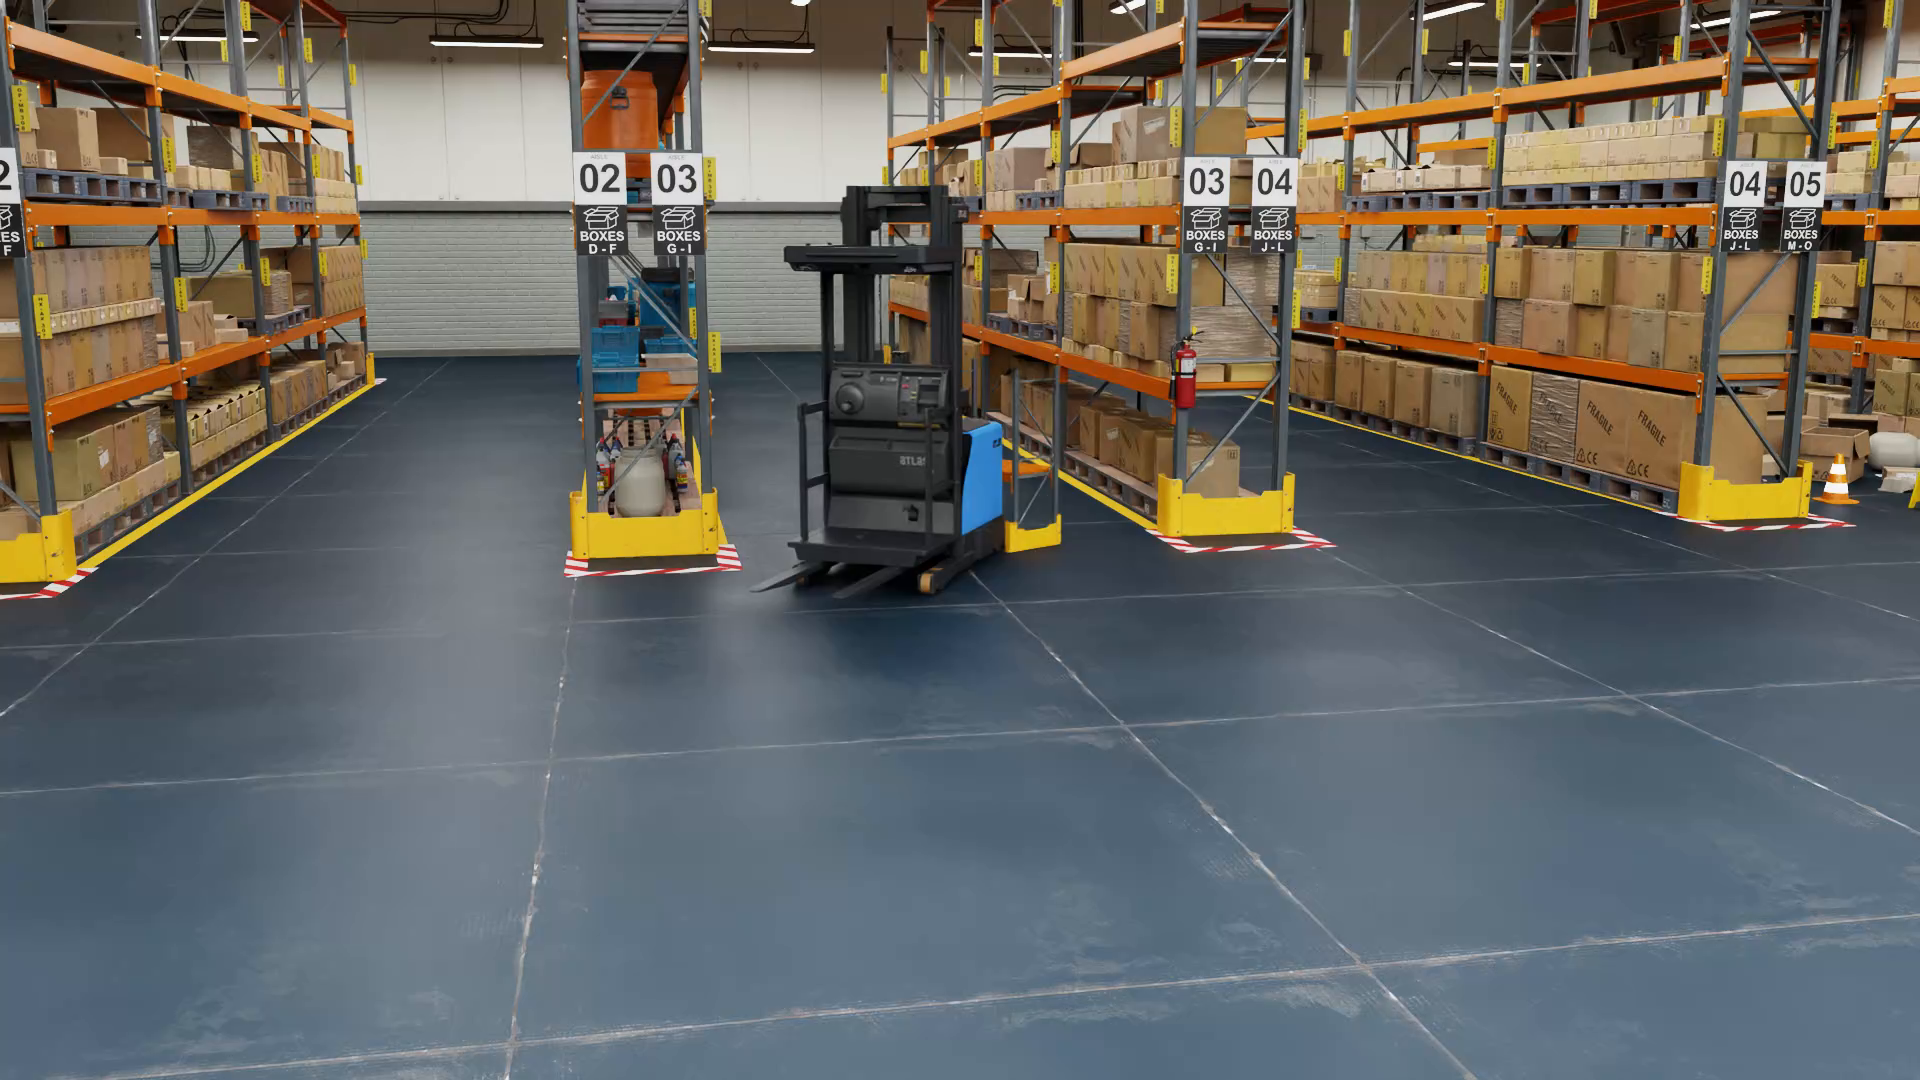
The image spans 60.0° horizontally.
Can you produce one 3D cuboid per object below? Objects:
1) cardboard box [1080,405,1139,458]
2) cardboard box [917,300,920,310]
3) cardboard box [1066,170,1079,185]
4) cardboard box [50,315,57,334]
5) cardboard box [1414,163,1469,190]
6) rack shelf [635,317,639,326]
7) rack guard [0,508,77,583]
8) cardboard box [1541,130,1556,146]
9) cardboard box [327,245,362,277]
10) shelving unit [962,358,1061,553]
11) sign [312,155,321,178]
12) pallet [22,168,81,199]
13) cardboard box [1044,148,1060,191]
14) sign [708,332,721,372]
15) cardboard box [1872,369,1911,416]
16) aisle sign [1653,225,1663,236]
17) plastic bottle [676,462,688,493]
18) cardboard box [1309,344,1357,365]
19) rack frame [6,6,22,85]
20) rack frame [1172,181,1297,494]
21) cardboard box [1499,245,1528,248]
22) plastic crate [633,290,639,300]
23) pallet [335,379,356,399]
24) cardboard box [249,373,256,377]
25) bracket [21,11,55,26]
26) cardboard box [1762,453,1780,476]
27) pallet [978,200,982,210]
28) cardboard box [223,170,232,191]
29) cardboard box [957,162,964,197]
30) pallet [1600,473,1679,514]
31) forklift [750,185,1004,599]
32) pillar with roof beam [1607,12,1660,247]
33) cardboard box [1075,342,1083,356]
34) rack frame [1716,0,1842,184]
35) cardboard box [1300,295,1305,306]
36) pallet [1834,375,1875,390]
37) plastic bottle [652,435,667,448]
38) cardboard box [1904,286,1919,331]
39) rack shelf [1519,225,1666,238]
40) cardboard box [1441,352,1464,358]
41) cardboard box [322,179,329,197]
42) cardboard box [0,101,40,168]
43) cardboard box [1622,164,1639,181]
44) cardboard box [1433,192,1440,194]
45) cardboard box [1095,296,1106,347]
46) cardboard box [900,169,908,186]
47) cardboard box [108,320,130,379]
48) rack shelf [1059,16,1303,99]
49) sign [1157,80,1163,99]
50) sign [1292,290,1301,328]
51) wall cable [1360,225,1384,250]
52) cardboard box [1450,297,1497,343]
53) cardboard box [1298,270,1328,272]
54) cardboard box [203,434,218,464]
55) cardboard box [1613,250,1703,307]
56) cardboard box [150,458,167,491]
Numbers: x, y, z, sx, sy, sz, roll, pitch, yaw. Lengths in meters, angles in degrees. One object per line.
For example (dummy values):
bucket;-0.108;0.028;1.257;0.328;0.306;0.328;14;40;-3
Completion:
cardboard box;1.602;-1.176;17.914;0.500;0.500;0.500;-2;11;-13
cardboard box;-0.473;-3.755;26.572;0.380;0.149;0.250;-2;11;-12
cardboard box;1.324;-3.797;17.437;0.380;0.149;0.250;-2;11;-13
cardboard box;-7.296;-1.675;12.973;0.380;0.149;0.250;-2;11;-12
cardboard box;5.891;-4.433;20.290;0.500;0.311;0.500;-3;11;-13
rack shelf;-4.462;-2.839;23.016;1.077;0.370;4.000;-2;11;-11
rack guard;-7.372;0.053;12.580;1.175;0.500;0.348;-2;11;-11
cardboard box;6.335;-4.213;17.433;0.380;0.149;0.250;-2;11;-12
cardboard box;-10.132;-4.582;27.308;0.500;0.500;0.500;-2;11;-12
shelving unit;0.282;-0.744;14.096;0.587;1.500;1.083;-9;14;-40
sign;-9.167;-5.322;23.677;0.100;0.325;0.005;-2;11;-11
pallet;-7.489;-2.740;12.783;1.003;0.211;1.213;-2;11;-11
cardboard box;1.385;-4.266;19.163;0.797;0.503;0.637;-2;11;-9
sign;-1.977;-1.514;13.387;0.100;0.325;0.005;-2;11;-11
cardboard box;11.134;-1.739;19.534;0.500;0.500;0.500;-2;11;-8
aisle sign;13.517;-6.294;32.288;0.394;0.787;0.004;-2;11;-11
plastic bottle;-2.564;-0.578;15.333;0.097;0.271;0.097;0;11;0
cardboard box;5.280;-2.630;23.551;0.500;0.250;0.500;-2;11;-12
rack frame;-15.347;-6.880;26.276;1.000;3.000;0.127;-2;11;-11
rack frame;2.341;-1.539;14.259;1.000;3.000;0.127;-2;11;-11
cardboard box;9.365;-4.717;28.014;0.500;0.500;0.500;-2;11;-11
plastic crate;-4.967;-3.818;26.388;0.437;0.282;0.530;-2;11;-11
pallet;-10.084;-2.360;26.033;1.003;0.211;1.213;-2;11;-11
cardboard box;-9.445;-1.893;21.626;0.500;0.500;0.500;-3;11;-13
bracket;-16.799;-9.527;30.558;0.076;0.066;3.189;-2;11;-11
cardboard box;8.589;-0.843;17.914;0.396;0.266;0.258;0;11;-1
pallet;0.388;-4.708;23.392;1.003;0.211;1.213;-2;11;-8
cardboard box;-8.789;-4.171;19.346;0.500;0.250;0.500;-3;11;-15
cardboard box;0.367;-5.110;23.602;0.797;0.503;0.637;-2;11;-12
pallet;6.994;-0.474;16.125;1.003;0.211;1.213;-2;11;-11
forklift;-0.605;-1.124;12.265;1.130;2.935;3.031;4;11;19
pillar with roof beam;9.955;-8.333;33.909;9.100;9.000;0.548;-2;11;-11
cardboard box;1.422;-2.007;17.393;0.380;0.149;0.250;-2;11;-11
rack frame;7.226;-4.648;14.548;1.000;3.000;0.127;-2;11;-11
cardboard box;5.026;-3.417;23.677;0.380;0.149;0.250;-2;11;-10
pallet;15.032;-2.539;26.973;1.003;0.211;1.213;-2;11;-11
plastic bottle;-3.029;-0.894;16.780;0.144;0.351;0.185;-2;11;-11
cardboard box;11.217;-2.646;19.013;0.500;0.500;0.500;-2;11;-11
rack shelf;10.117;-4.853;25.575;1.077;0.370;4.000;-2;11;-11
cardboard box;9.363;-3.496;30.273;0.875;0.438;0.875;-2;11;-9
cardboard box;-9.661;-5.215;24.617;0.500;0.250;0.500;-2;11;-11
cardboard box;-7.484;-3.084;12.582;0.797;0.503;0.637;-1;11;-7
cardboard box;6.631;-3.542;16.040;0.380;0.149;0.250;-2;11;-12
cardboard box;9.126;-6.410;30.838;0.500;0.250;0.500;-3;11;-16
cardboard box;1.849;-2.202;16.679;0.875;0.500;0.500;-2;11;-11
cardboard box;-0.626;-6.050;28.282;0.700;0.500;0.500;-3;11;-13
cardboard box;-7.860;-1.692;14.797;0.700;0.500;0.500;-2;11;-10
rack shelf;1.952;-4.498;15.692;1.077;0.370;4.000;-2;11;-11
sign;3.582;-8.060;29.767;0.100;0.325;0.005;-2;11;-11
sign;2.873;-1.984;14.281;0.100;0.325;0.005;-2;11;-11
wall cable;9.219;-6.420;37.186;0.588;1.984;0.122;-2;11;-11
cardboard box;6.084;-2.569;19.406;0.500;0.500;0.500;-2;11;-11
cardboard box;5.359;-4.020;25.253;0.380;0.149;0.250;-2;11;-13
cardboard box;-8.088;-0.945;17.371;0.500;0.250;0.500;-2;11;-10
cardboard box;7.019;-2.579;16.437;0.875;0.550;0.550;-2;11;-11
cardboard box;-7.763;-0.599;15.553;0.500;0.250;0.500;-2;11;-11
